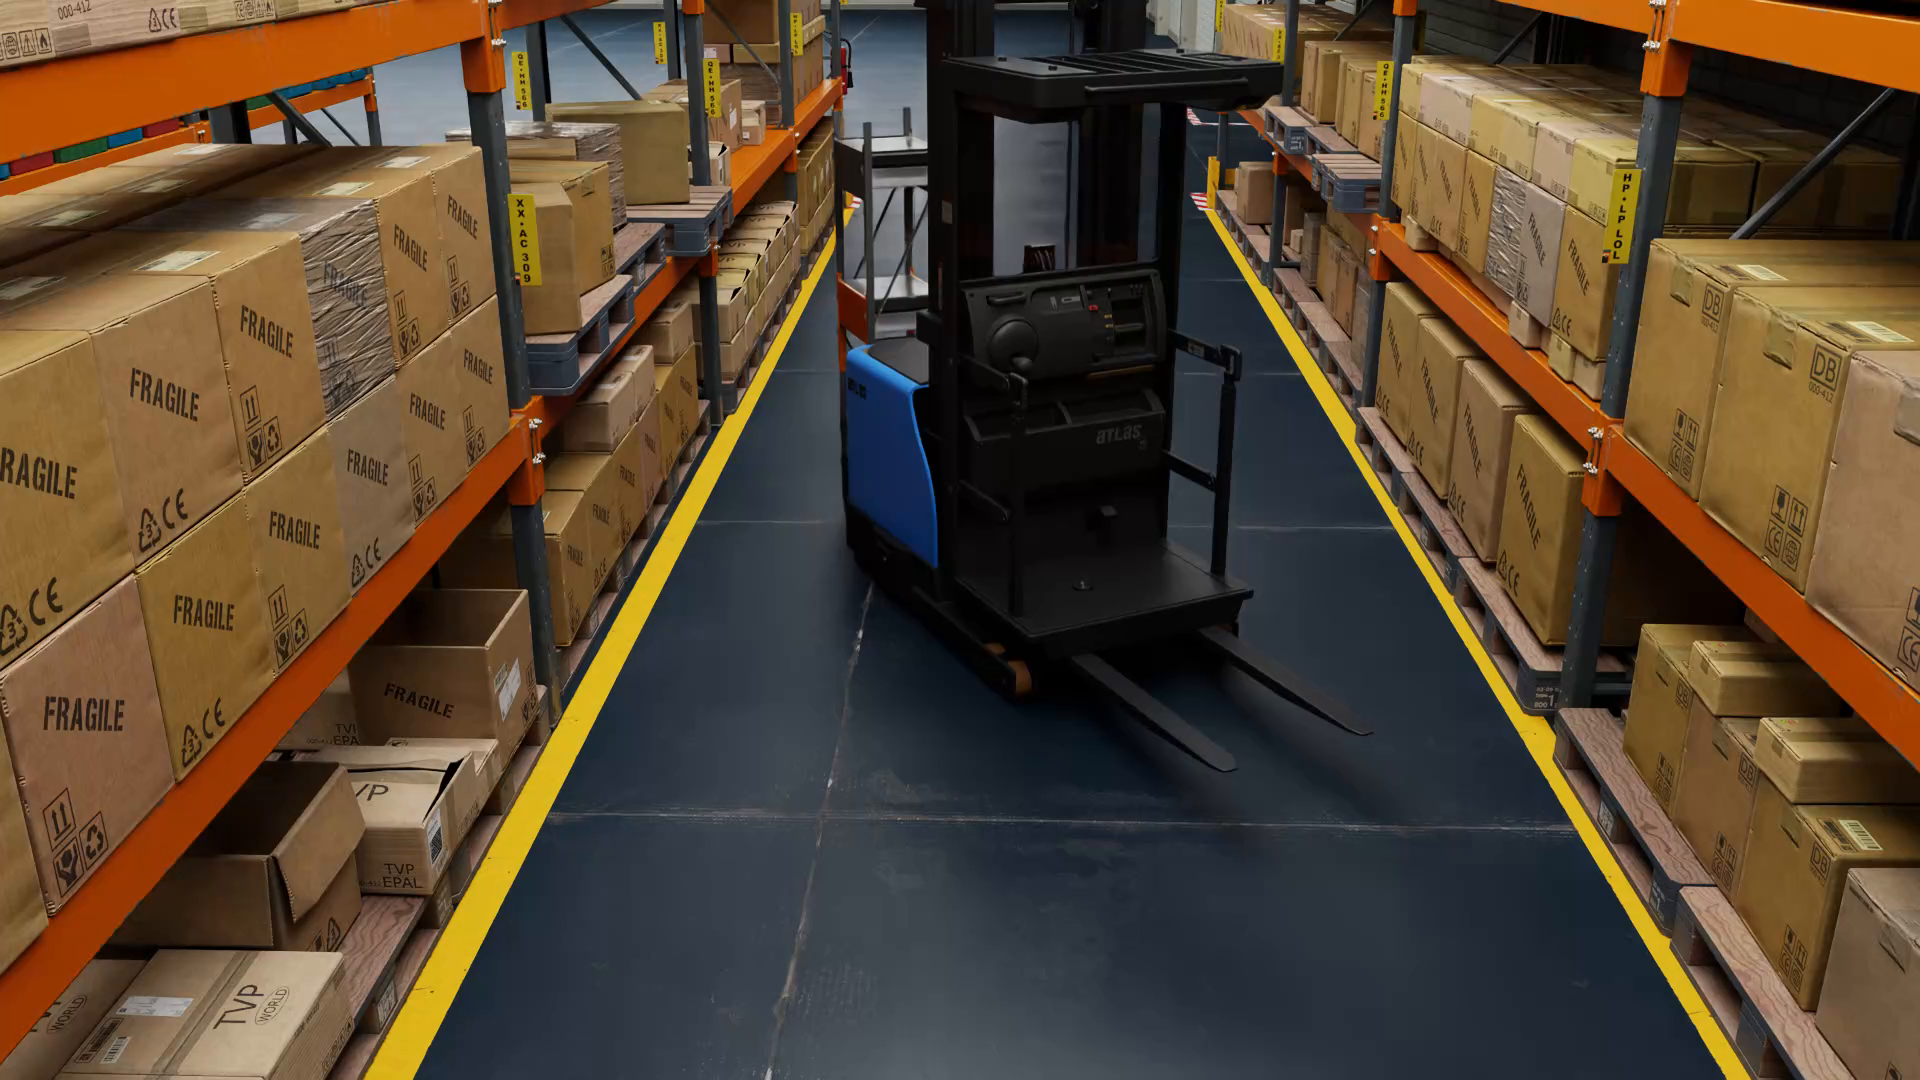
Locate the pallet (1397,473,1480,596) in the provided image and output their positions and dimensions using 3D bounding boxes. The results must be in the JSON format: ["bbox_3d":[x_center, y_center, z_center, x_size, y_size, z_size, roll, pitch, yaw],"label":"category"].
[{"bbox_3d":[2.831,-0.041,8.344,1.003,0.211,1.213,1,21,2],"label":"pallet"}]

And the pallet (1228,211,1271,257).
[{"bbox_3d":[3.111,-2.897,15.704,1.003,0.211,1.213,1,21,2],"label":"pallet"}]

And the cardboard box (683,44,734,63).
[{"bbox_3d":[-2.066,-4.015,13.694,0.380,0.149,0.250,1,21,2],"label":"cardboard box"}]

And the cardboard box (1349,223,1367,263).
[{"bbox_3d":[3.030,-2.107,11.624,0.500,0.250,0.500,1,21,1],"label":"cardboard box"}]

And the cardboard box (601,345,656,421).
[{"bbox_3d":[-1.800,-0.777,8.196,0.500,0.250,0.500,0,21,1],"label":"cardboard box"}]

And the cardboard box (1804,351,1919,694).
[{"bbox_3d":[2.775,-0.036,4.061,0.980,0.700,0.700,0,21,-1],"label":"cardboard box"}]

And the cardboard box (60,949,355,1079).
[{"bbox_3d":[-1.895,1.296,4.236,0.500,0.250,0.500,1,21,2],"label":"cardboard box"}]

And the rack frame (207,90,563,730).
[{"bbox_3d":[-2.103,-0.673,6.115,1.000,3.000,0.127,1,21,2],"label":"rack frame"}]

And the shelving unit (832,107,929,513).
[{"bbox_3d":[-0.348,-1.069,8.382,0.431,2.100,0.503,-8,23,-20],"label":"shelving unit"}]

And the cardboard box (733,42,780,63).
[{"bbox_3d":[-1.658,-4.009,13.680,0.380,0.149,0.250,1,21,2],"label":"cardboard box"}]

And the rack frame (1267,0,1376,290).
[{"bbox_3d":[3.091,-3.512,13.433,1.000,3.000,0.127,1,21,2],"label":"rack frame"}]

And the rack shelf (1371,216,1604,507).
[{"bbox_3d":[2.909,-1.007,7.972,1.077,0.370,4.000,1,21,2],"label":"rack shelf"}]

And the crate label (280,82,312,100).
[{"bbox_3d":[-6.475,-4.415,15.712,0.502,0.435,0.616,1,21,2],"label":"crate label"}]

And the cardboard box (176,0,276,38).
[{"bbox_3d":[-1.905,-1.280,3.742,0.500,0.250,0.500,1,21,2],"label":"cardboard box"}]

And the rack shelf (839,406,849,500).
[{"bbox_3d":[-0.348,-0.404,8.640,0.431,0.518,0.480,-8,23,-20],"label":"rack shelf"}]

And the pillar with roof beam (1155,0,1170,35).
[{"bbox_3d":[0.483,-16.217,37.885,9.100,9.000,0.400,1,21,2],"label":"pillar with roof beam"}]

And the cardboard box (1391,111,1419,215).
[{"bbox_3d":[2.699,-2.087,9.185,0.500,0.500,0.500,1,21,3],"label":"cardboard box"}]

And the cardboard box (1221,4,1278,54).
[{"bbox_3d":[2.898,-5.078,16.612,0.500,0.500,0.500,1,21,2],"label":"cardboard box"}]

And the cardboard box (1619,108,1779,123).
[{"bbox_3d":[3.142,-1.698,7.144,0.500,0.250,0.500,0,21,0],"label":"cardboard box"}]

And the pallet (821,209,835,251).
[{"bbox_3d":[-1.760,-2.994,15.954,1.003,0.211,1.213,1,21,2],"label":"pallet"}]

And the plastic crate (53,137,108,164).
[{"bbox_3d":[-6.582,-2.889,12.122,0.450,0.188,0.662,1,21,2],"label":"plastic crate"}]

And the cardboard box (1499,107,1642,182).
[{"bbox_3d":[2.647,-1.704,7.161,0.500,0.250,0.500,1,21,3],"label":"cardboard box"}]

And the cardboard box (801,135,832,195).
[{"bbox_3d":[-1.490,-3.535,15.677,0.500,0.500,0.500,1,21,2],"label":"cardboard box"}]

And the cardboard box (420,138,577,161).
[{"bbox_3d":[-2.111,-1.554,7.669,0.700,0.500,0.500,-5,22,-12],"label":"cardboard box"}]

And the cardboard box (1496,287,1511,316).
[{"bbox_3d":[2.658,-1.096,7.526,0.380,0.149,0.250,0,21,0],"label":"cardboard box"}]

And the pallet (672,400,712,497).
[{"bbox_3d":[-2.042,-0.549,9.653,1.003,0.211,1.213,1,21,2],"label":"pallet"}]

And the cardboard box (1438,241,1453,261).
[{"bbox_3d":[2.735,-1.563,8.730,0.380,0.149,0.250,0,21,1],"label":"cardboard box"}]

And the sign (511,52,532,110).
[{"bbox_3d":[-2.537,-2.663,9.646,0.100,0.325,0.005,1,21,2],"label":"sign"}]

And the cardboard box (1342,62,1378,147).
[{"bbox_3d":[2.990,-2.938,11.208,0.700,0.500,0.500,1,21,2],"label":"cardboard box"}]

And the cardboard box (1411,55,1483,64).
[{"bbox_3d":[2.945,-2.861,10.113,0.380,0.149,0.250,-3,21,-7],"label":"cardboard box"}]

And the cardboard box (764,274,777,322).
[{"bbox_3d":[-1.632,-1.774,12.175,0.500,0.250,0.500,1,21,3],"label":"cardboard box"}]

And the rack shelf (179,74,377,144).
[{"bbox_3d":[-6.750,-4.009,15.708,1.077,0.370,4.000,1,21,2],"label":"rack shelf"}]

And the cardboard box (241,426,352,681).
[{"bbox_3d":[-1.903,0.021,4.190,0.500,0.500,0.500,1,21,2],"label":"cardboard box"}]

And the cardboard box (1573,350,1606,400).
[{"bbox_3d":[2.575,-0.637,6.343,0.380,0.149,0.250,1,21,2],"label":"cardboard box"}]

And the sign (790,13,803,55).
[{"bbox_3d":[-1.317,-4.065,13.369,0.100,0.325,0.005,1,21,2],"label":"sign"}]

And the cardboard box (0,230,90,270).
[{"bbox_3d":[-2.445,-0.459,4.044,0.500,0.500,0.500,1,21,3],"label":"cardboard box"}]

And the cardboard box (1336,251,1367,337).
[{"bbox_3d":[3.058,-1.731,11.691,0.700,0.500,0.500,1,21,1],"label":"cardboard box"}]

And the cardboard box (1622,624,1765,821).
[{"bbox_3d":[2.723,0.619,5.661,0.700,0.500,0.500,1,21,2],"label":"cardboard box"}]

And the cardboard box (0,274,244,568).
[{"bbox_3d":[-1.920,-0.266,3.549,0.500,0.500,0.500,1,21,2],"label":"cardboard box"}]

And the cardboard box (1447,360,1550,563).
[{"bbox_3d":[2.762,-0.371,7.729,0.750,0.750,0.750,1,21,3],"label":"cardboard box"}]

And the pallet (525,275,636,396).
[{"bbox_3d":[-1.970,-0.871,6.892,1.003,0.211,1.213,1,21,2],"label":"pallet"}]

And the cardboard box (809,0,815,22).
[{"bbox_3d":[-1.778,-5.285,16.071,0.700,0.500,0.500,0,21,0],"label":"cardboard box"}]

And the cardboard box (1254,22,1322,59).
[{"bbox_3d":[2.806,-4.156,14.236,0.500,0.500,0.500,1,21,1],"label":"cardboard box"}]

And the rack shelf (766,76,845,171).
[{"bbox_3d":[-1.799,-3.953,15.564,1.077,0.370,4.000,1,21,2],"label":"rack shelf"}]

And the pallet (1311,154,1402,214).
[{"bbox_3d":[2.885,-2.235,10.408,1.213,0.211,1.003,1,21,2],"label":"pallet"}]

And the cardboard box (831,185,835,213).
[{"bbox_3d":[-1.476,-3.366,16.279,0.500,0.250,0.500,1,21,2],"label":"cardboard box"}]

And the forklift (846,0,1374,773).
[{"bbox_3d":[0.548,-0.891,6.773,1.130,2.935,3.031,-10,23,-25],"label":"forklift"}]

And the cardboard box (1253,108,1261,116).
[{"bbox_3d":[2.826,-3.806,14.371,0.500,0.250,0.500,1,21,2],"label":"cardboard box"}]

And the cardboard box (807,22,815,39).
[{"bbox_3d":[-1.591,-4.847,15.839,0.380,0.149,0.250,1,21,3],"label":"cardboard box"}]

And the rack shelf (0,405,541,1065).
[{"bbox_3d":[-2.164,0.386,4.382,1.077,0.370,4.000,1,21,2],"label":"rack shelf"}]

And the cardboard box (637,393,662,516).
[{"bbox_3d":[-1.801,-0.441,8.366,0.500,0.500,0.500,0,21,0],"label":"cardboard box"}]

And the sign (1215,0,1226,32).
[{"bbox_3d":[2.671,-5.368,17.019,0.100,0.325,0.005,1,21,2],"label":"sign"}]

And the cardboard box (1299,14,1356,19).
[{"bbox_3d":[3.359,-4.523,15.183,0.500,0.500,0.500,1,21,2],"label":"cardboard box"}]

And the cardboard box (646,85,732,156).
[{"bbox_3d":[-1.931,-2.963,11.879,0.500,0.500,0.500,1,21,2],"label":"cardboard box"}]

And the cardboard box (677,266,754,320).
[{"bbox_3d":[-1.665,-1.670,11.132,0.500,0.311,0.500,0,21,0],"label":"cardboard box"}]

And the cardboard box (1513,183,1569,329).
[{"bbox_3d":[2.616,-1.168,6.816,0.500,0.500,0.500,1,21,2],"label":"cardboard box"}]

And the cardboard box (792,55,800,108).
[{"bbox_3d":[-1.824,-4.144,14.925,0.700,0.500,0.500,1,21,2],"label":"cardboard box"}]

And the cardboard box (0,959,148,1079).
[{"bbox_3d":[-2.396,1.308,4.204,0.500,0.250,0.500,1,21,2],"label":"cardboard box"}]

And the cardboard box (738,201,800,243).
[{"bbox_3d":[-1.586,-2.591,13.505,0.500,0.311,0.500,1,21,2],"label":"cardboard box"}]
